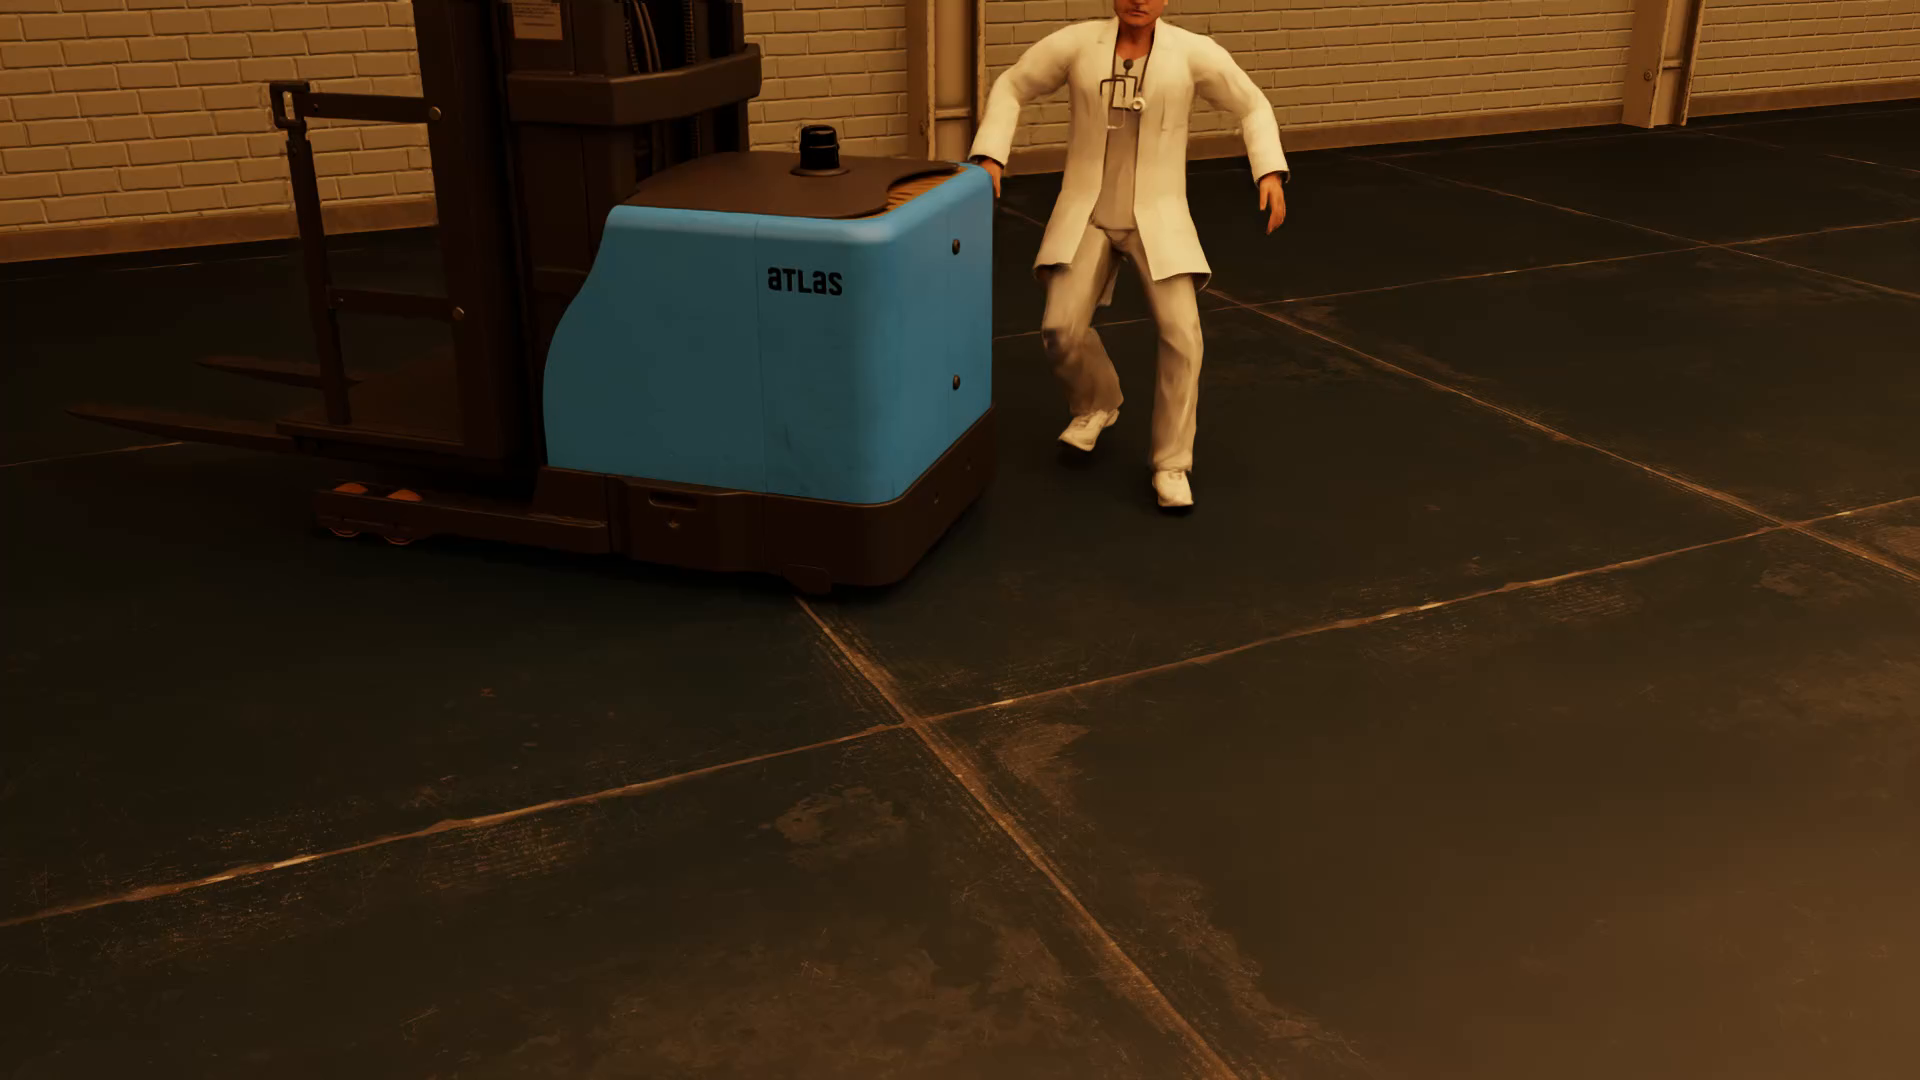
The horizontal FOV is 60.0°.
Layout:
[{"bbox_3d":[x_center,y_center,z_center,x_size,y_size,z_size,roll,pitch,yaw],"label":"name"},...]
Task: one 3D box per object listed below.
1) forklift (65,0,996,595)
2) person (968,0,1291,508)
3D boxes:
[{"bbox_3d":[-1.460,-1.520,4.945,3.031,2.935,1.130,7,24,17],"label":"forklift"},{"bbox_3d":[0.519,-0.996,5.330,1.027,1.704,0.716,5,23,12],"label":"person"}]
